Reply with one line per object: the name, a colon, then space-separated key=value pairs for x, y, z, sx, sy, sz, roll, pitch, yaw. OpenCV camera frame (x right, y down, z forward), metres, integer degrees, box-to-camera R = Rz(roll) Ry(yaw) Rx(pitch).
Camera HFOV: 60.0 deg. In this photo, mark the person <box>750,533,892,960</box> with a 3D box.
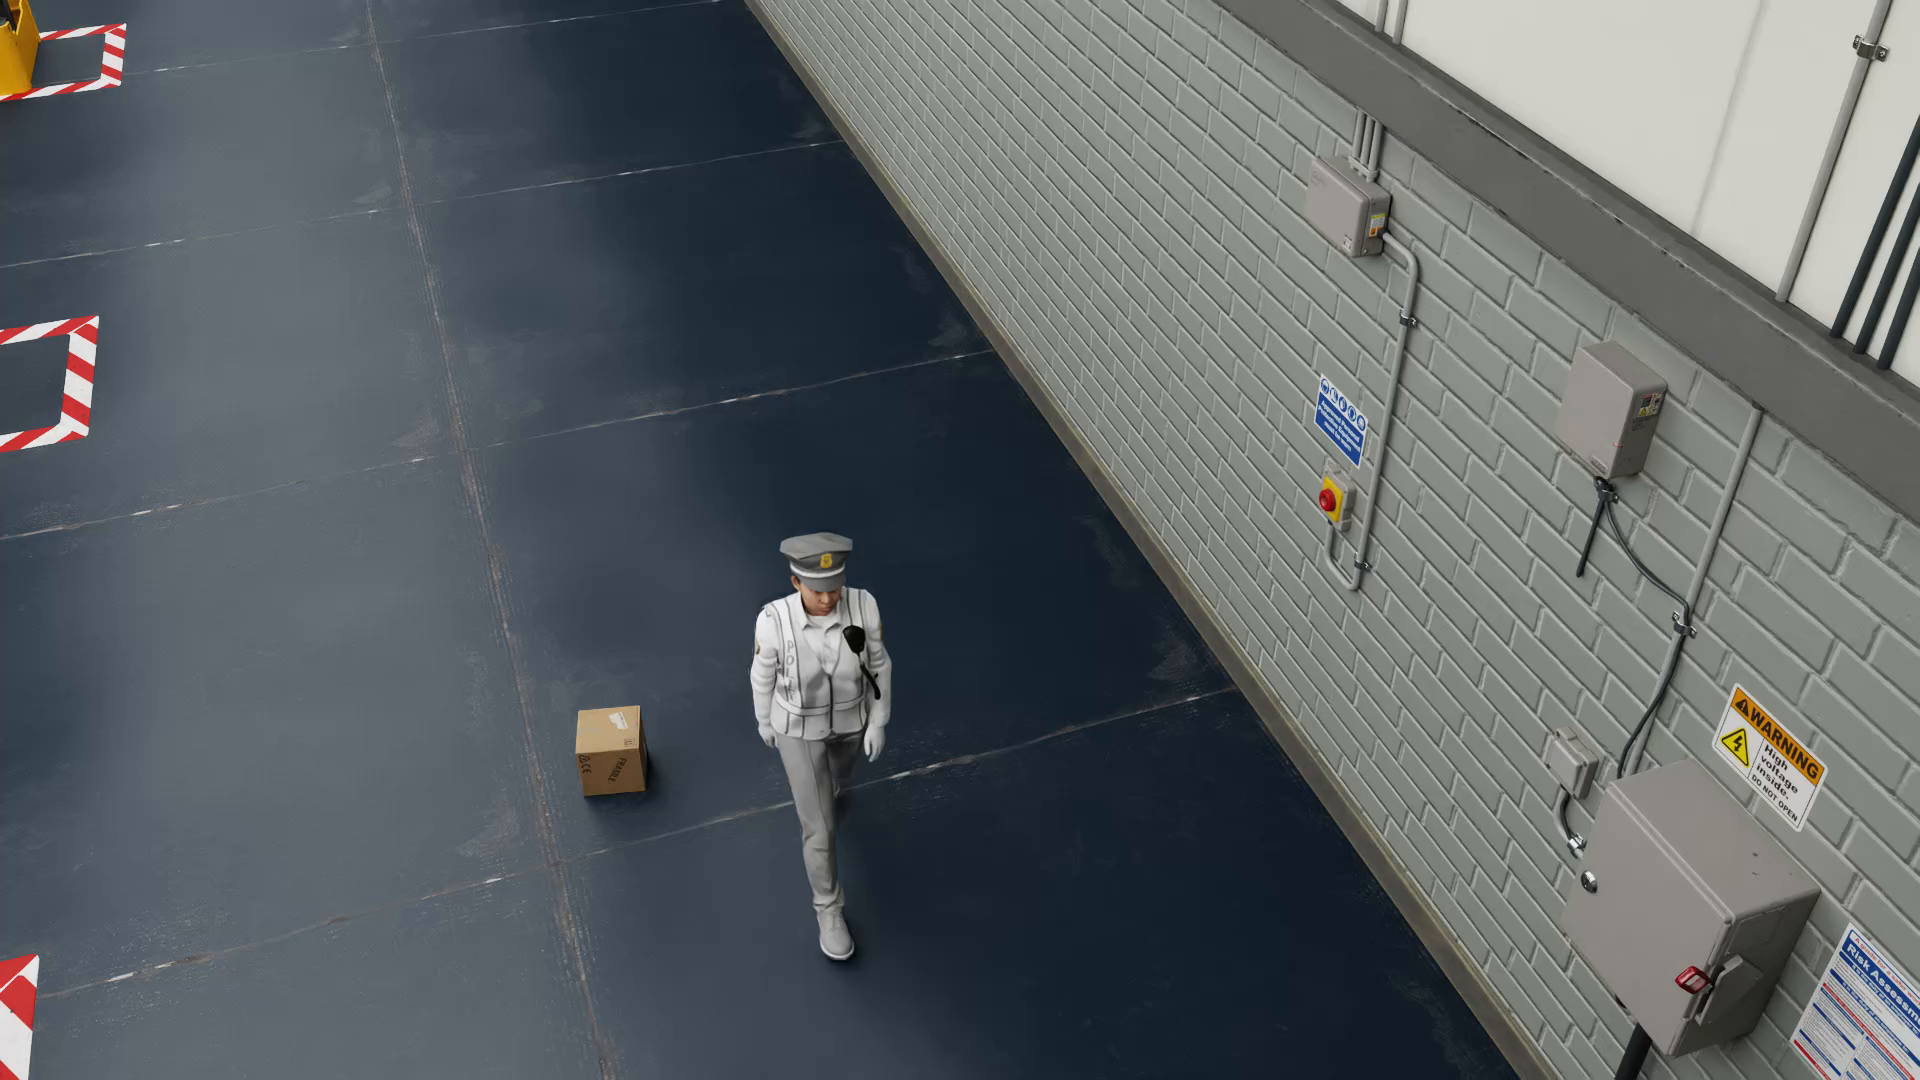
person: x=-0.490 y=0.604 z=5.981 sx=0.484 sy=1.638 sz=0.977 roll=-14 pitch=40 yaw=-17
